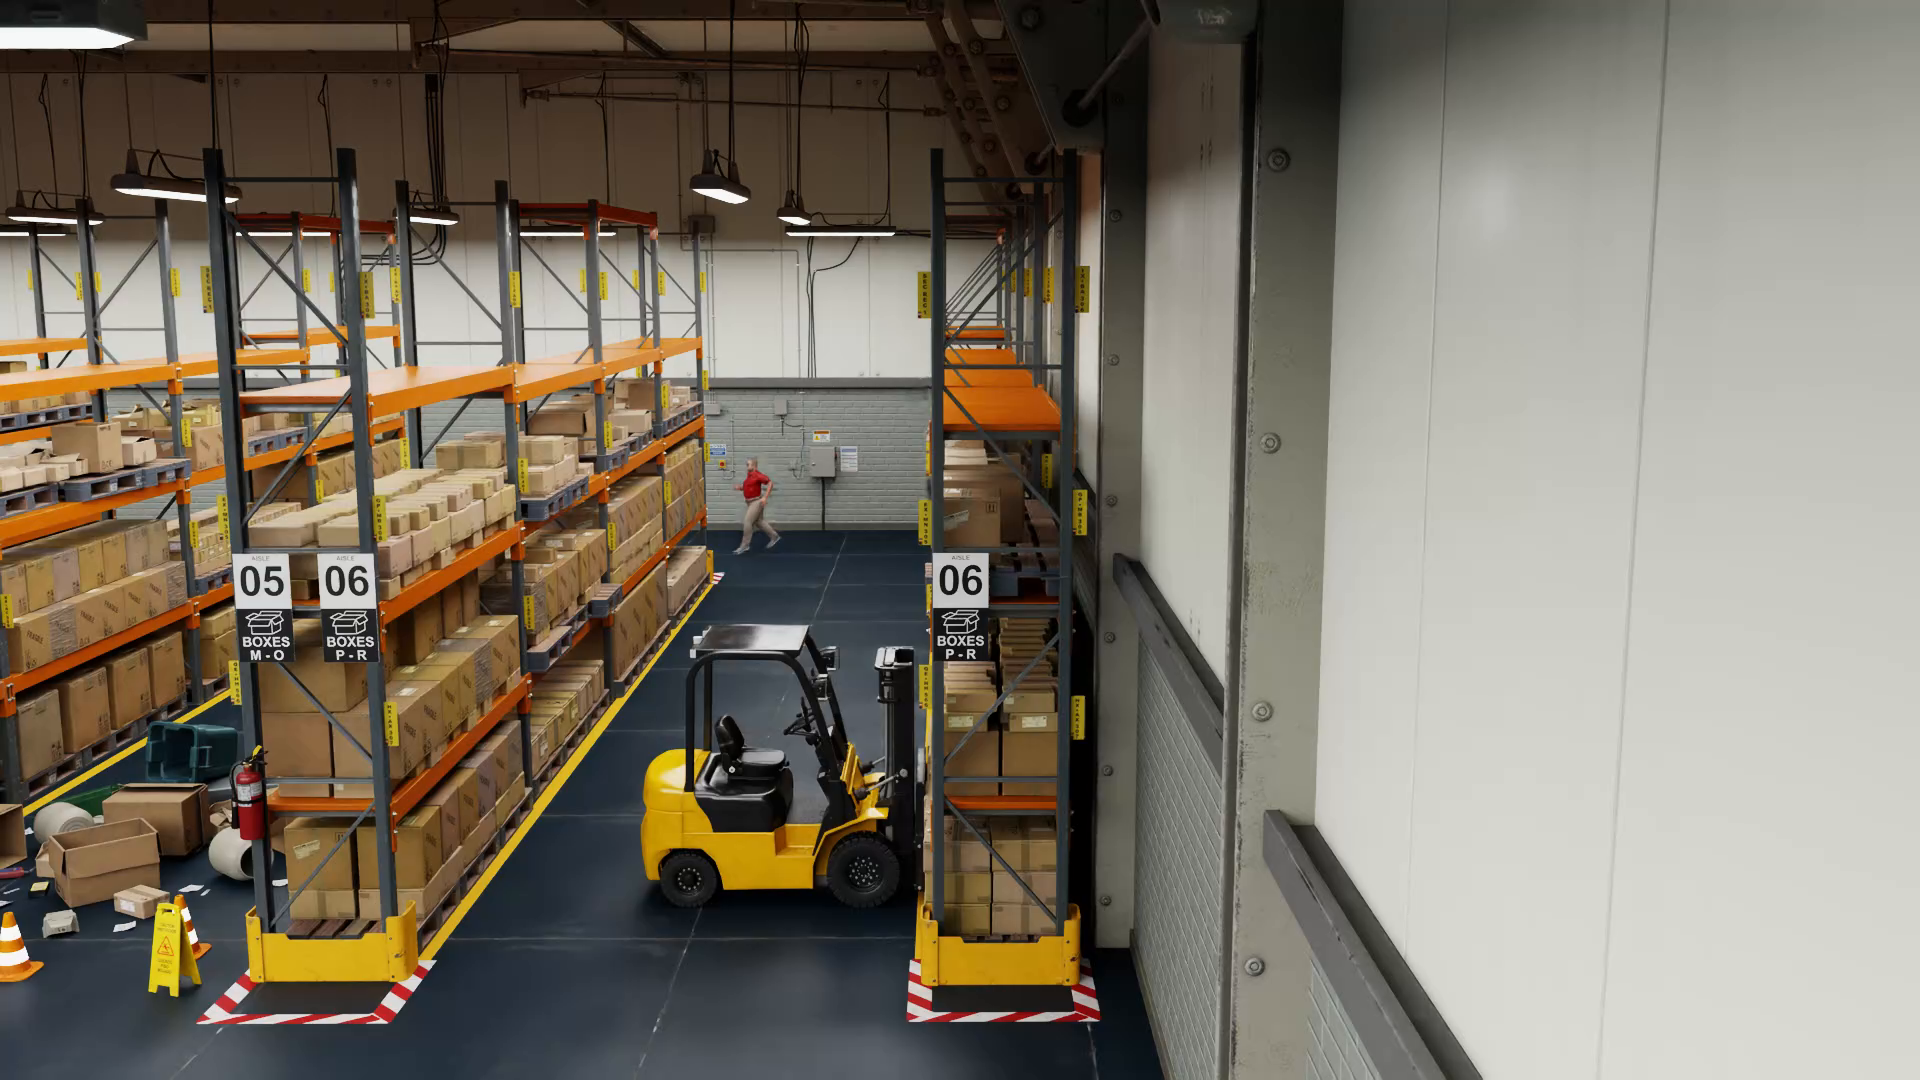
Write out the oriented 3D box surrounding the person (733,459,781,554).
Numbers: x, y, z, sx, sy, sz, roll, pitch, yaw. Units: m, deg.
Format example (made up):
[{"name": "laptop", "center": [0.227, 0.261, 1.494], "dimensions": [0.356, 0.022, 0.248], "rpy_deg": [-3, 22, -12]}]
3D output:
[{"name": "person", "center": [-3.782, -0.640, 30.874], "dimensions": [0.959, 1.746, 0.650], "rpy_deg": [-4, 10, -23]}]
